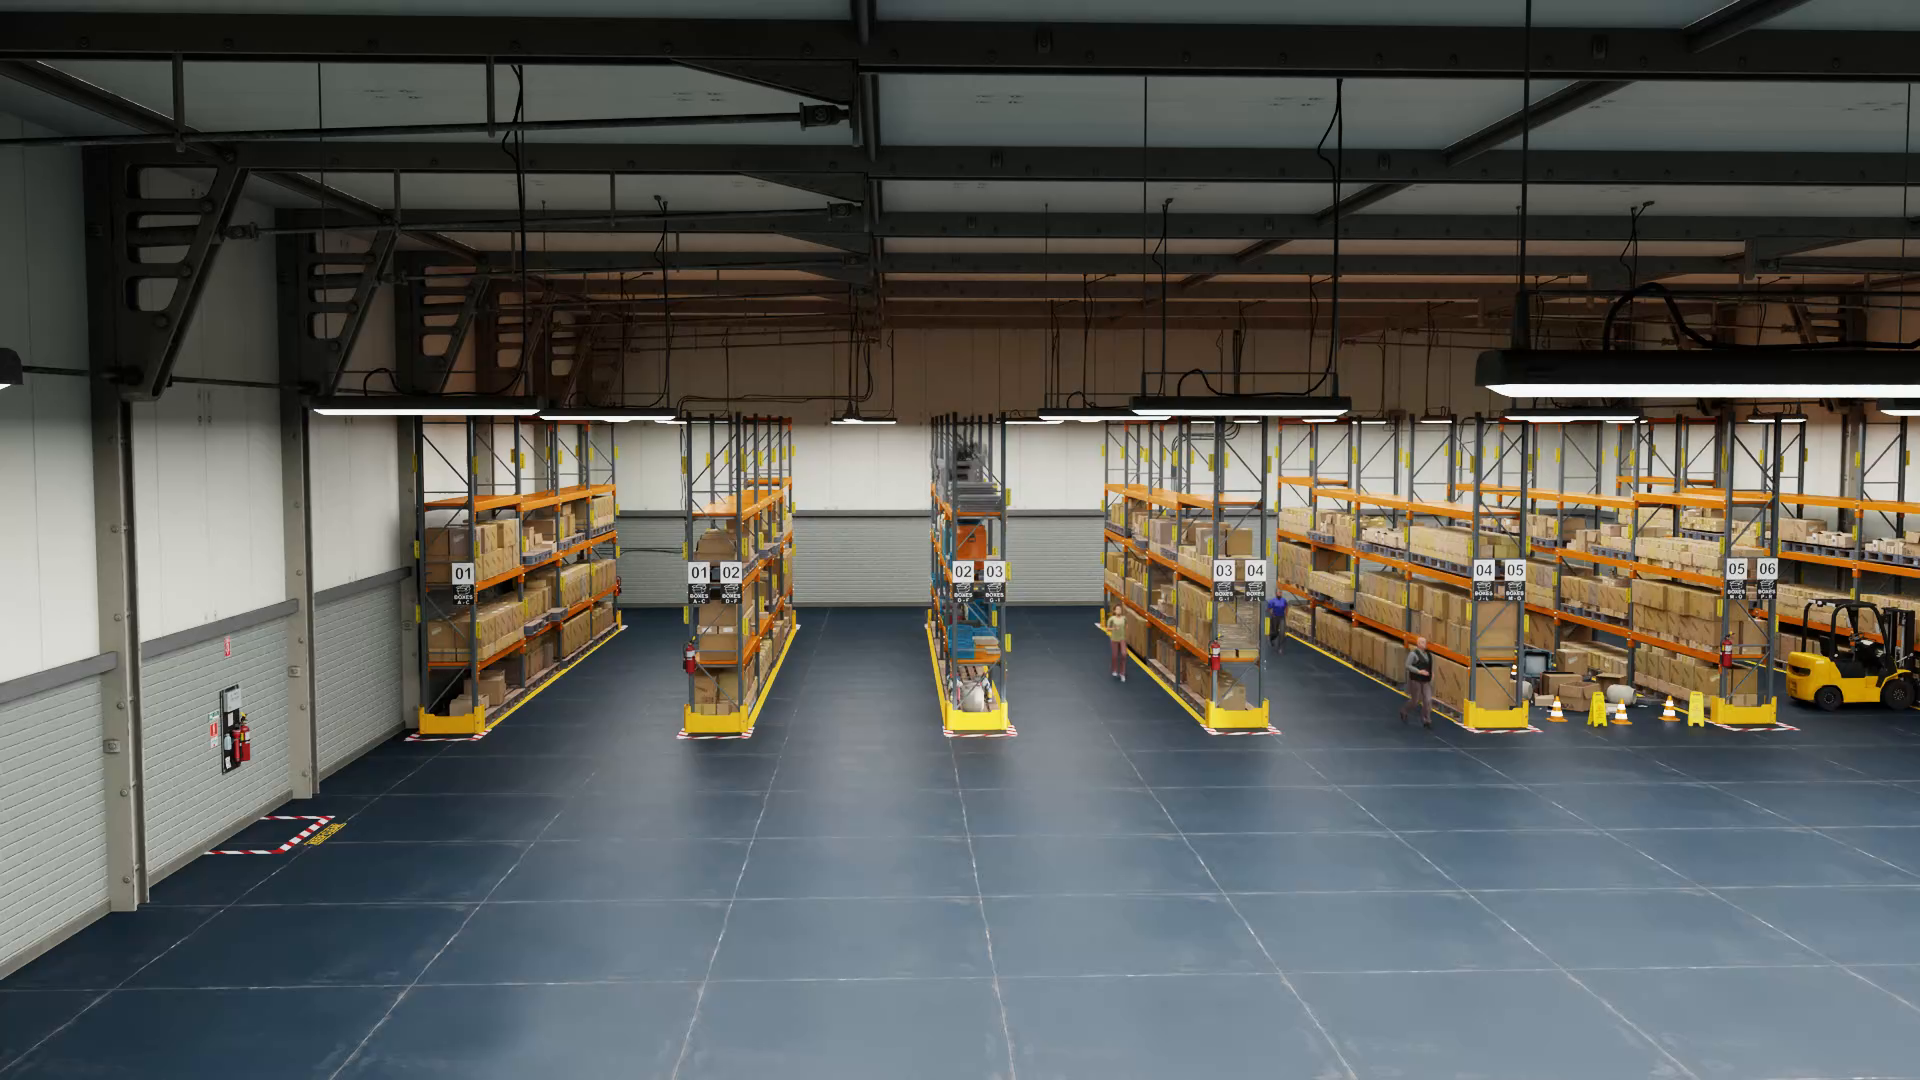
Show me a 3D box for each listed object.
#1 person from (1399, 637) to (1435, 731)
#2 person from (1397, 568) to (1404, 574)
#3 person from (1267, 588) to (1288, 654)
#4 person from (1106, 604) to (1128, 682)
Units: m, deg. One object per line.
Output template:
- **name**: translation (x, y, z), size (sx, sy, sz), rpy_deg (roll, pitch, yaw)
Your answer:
- **person**: translation (8.755, 2.710, 31.685), size (0.681, 1.735, 0.844), rpy_deg (-2, 4, -25)
- **person**: translation (13.024, 1.572, 49.292), size (0.576, 1.594, 0.605), rpy_deg (-1, 4, -8)
- **person**: translation (8.094, 2.045, 42.291), size (0.578, 1.649, 0.791), rpy_deg (0, 4, -4)
- **person**: translation (3.581, 2.312, 37.703), size (0.562, 1.714, 0.728), rpy_deg (0, 4, -7)
